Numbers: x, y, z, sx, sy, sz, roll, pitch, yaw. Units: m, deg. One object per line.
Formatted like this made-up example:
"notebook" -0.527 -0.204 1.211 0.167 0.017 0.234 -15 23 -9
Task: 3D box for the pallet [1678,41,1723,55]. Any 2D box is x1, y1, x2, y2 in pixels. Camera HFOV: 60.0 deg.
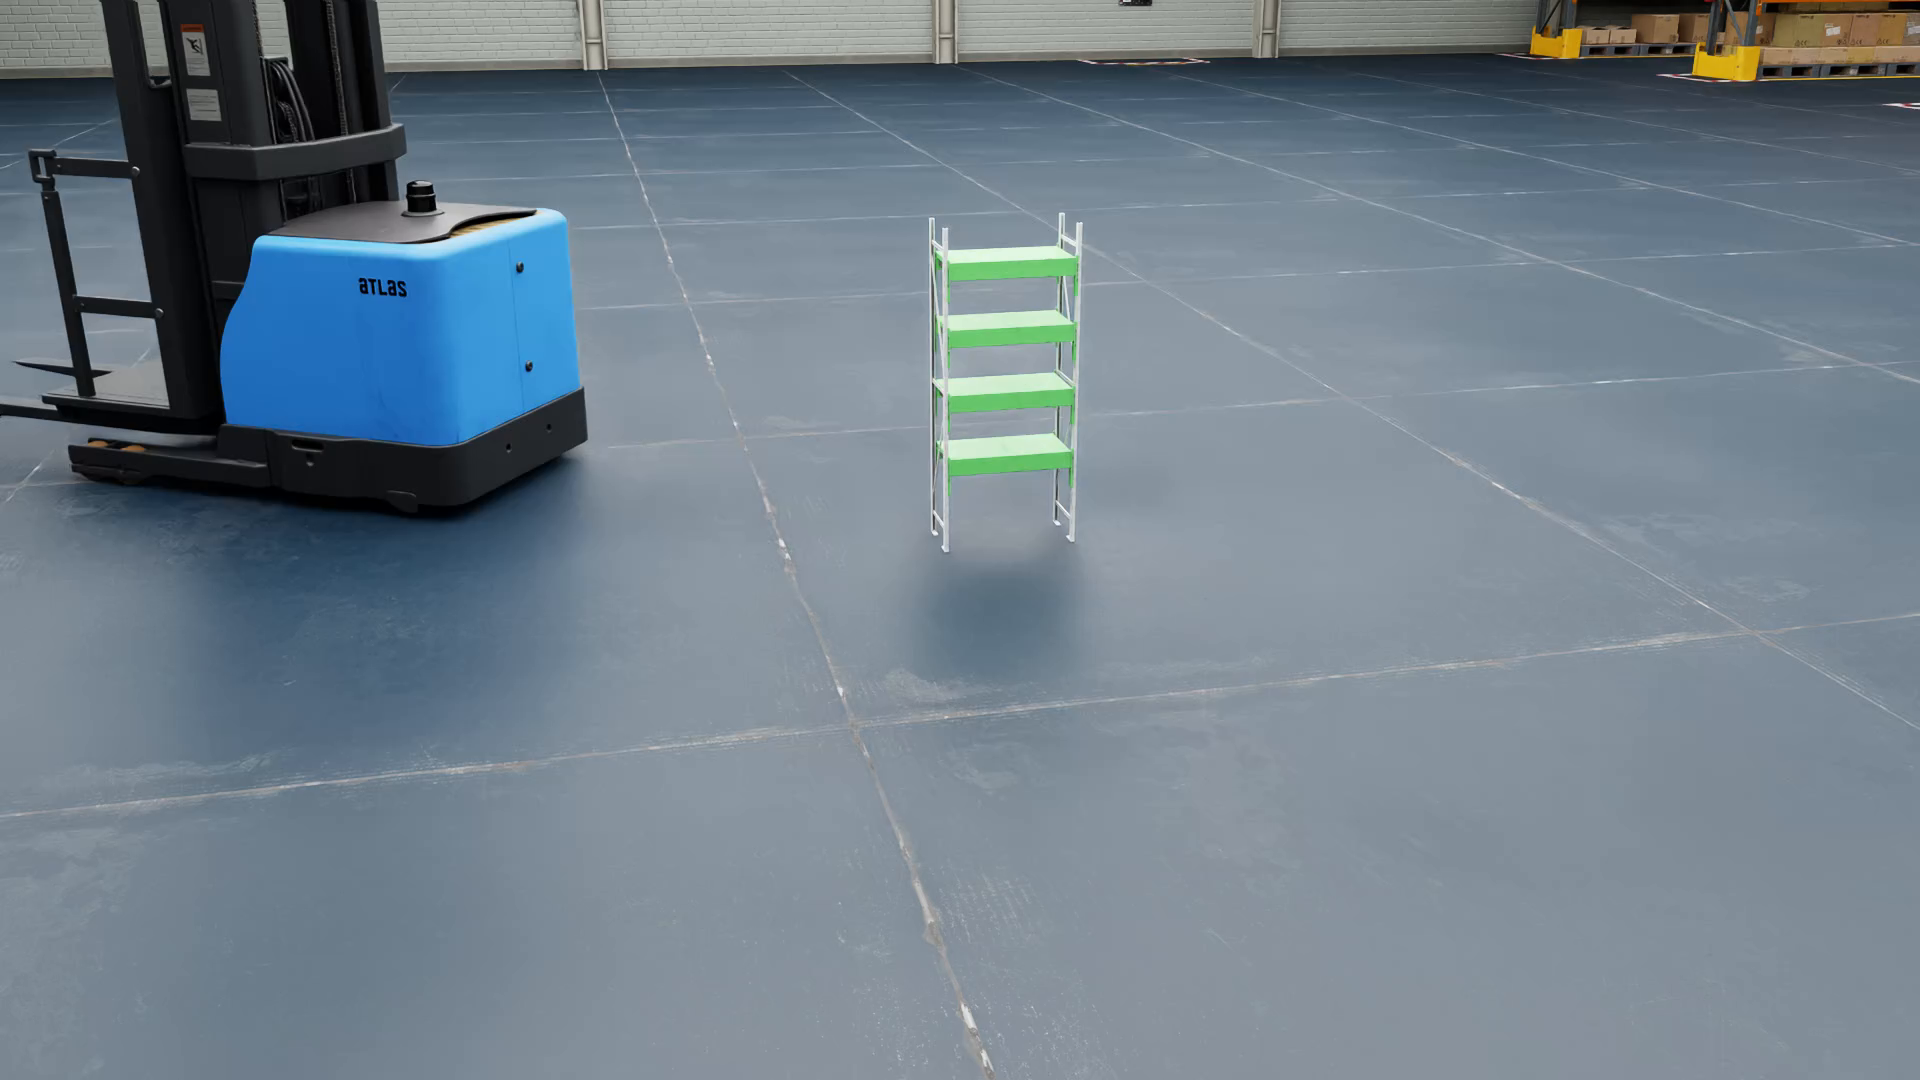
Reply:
"pallet" 14.181 -9.317 31.444 1.213 0.211 1.003 -5 21 -12

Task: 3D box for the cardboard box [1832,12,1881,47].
"cardboard box" 14.111 -8.061 26.257 0.500 0.500 0.500 -5 21 -12

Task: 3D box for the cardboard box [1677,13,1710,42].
"cardboard box" 13.826 -9.629 31.235 0.500 0.500 0.500 -6 21 -17

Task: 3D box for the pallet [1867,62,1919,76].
"pallet" 15.186 -7.676 26.962 1.213 0.211 1.003 -5 21 -12

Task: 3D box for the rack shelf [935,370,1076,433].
"rack shelf" 0.161 -0.516 6.166 0.480 0.148 0.258 -5 21 -12

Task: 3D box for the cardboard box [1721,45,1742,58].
"cardboard box" 12.531 -7.765 26.538 0.500 0.250 0.500 -5 21 -12

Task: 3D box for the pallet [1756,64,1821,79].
"pallet" 12.812 -7.483 26.434 1.213 0.211 1.003 -5 21 -12

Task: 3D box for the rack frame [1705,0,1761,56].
"rack frame" 12.077 -8.717 25.751 0.127 3.000 1.000 -5 21 -12

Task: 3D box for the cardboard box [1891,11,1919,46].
"cardboard box" 15.080 -8.147 26.490 0.500 0.500 0.500 -5 21 -12

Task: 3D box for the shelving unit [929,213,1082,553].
"shelving unit" 0.161 -0.576 6.144 0.503 1.200 0.258 -5 21 -12

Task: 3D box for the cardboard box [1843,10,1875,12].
"cardboard box" 14.473 -8.281 26.857 0.500 0.500 0.500 -5 21 -12

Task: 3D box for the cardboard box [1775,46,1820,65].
"cardboard box" 13.136 -7.632 26.176 0.500 0.250 0.500 -5 21 -12

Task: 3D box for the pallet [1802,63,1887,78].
"pallet" 13.997 -7.578 26.695 1.213 0.211 1.003 -5 21 -12

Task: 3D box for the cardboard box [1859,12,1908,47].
"cardboard box" 14.594 -8.106 26.378 0.500 0.500 0.500 -5 21 -12

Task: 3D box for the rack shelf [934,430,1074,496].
"rack shelf" 0.161 -0.291 6.249 0.480 0.148 0.258 -5 21 -12

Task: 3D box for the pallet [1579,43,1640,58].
"pallet" 11.806 -9.124 30.916 1.213 0.211 1.003 -5 21 -12

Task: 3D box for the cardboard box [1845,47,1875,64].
"cardboard box" 14.110 -7.710 26.387 0.500 0.250 0.500 -5 21 -12

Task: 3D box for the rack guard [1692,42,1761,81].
"rack guard" 12.054 -7.542 26.176 0.348 0.500 1.175 -5 21 -12

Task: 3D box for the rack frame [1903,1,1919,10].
"rack frame" 18.719 -11.008 32.006 0.127 3.000 1.000 -5 21 -12

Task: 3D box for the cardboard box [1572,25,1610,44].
"cardboard box" 11.628 -9.344 30.731 0.500 0.311 0.500 -7 21 -19

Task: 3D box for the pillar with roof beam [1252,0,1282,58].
"pillar with roof beam" 6.568 -11.621 24.957 0.400 9.000 9.100 -5 21 -12

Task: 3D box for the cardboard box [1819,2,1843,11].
"cardboard box" 16.472 -10.219 31.755 0.500 0.250 0.500 -5 21 -14

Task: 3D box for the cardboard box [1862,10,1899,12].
"cardboard box" 14.962 -8.318 26.958 0.500 0.500 0.500 -5 21 -12

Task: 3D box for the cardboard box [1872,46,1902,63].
"cardboard box" 14.597 -7.749 26.496 0.500 0.250 0.500 -5 21 -12

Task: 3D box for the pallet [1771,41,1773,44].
"pallet" 15.584 -9.445 31.791 1.213 0.211 1.003 -5 21 -12

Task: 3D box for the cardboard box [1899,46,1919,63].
"cardboard box" 15.080 -7.794 26.617 0.500 0.250 0.500 -5 21 -12

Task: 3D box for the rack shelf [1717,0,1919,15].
"rack shelf" 14.024 -8.538 26.307 4.000 0.370 1.077 -5 21 -12

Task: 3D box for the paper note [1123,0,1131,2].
"paper note" 2.975 -9.658 29.600 0.142 0.148 0.016 -5 21 -12

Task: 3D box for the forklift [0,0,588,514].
"forklift" -3.210 -1.768 6.879 3.031 2.935 1.130 7 21 18

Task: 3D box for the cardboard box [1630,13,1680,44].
"cardboard box" 12.908 -9.519 30.935 0.500 0.500 0.700 -6 21 -16

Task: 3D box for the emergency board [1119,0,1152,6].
"emergency board" 3.163 -10.062 29.423 0.643 1.169 0.194 -5 21 -12

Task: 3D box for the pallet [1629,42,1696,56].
"pallet" 12.991 -9.220 31.177 1.213 0.211 1.003 -5 21 -12

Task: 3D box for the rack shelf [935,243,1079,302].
"rack shelf" 0.161 -0.967 6.001 0.480 0.148 0.258 -5 21 -12

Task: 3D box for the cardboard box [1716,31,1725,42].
"cardboard box" 14.313 -9.516 31.410 0.250 0.166 0.380 -7 21 -20

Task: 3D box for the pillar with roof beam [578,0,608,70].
"pillar with roof beam" -5.110 -10.671 22.364 0.400 9.000 9.100 -5 21 -12

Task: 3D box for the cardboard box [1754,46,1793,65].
"cardboard box" 12.650 -7.591 26.065 0.500 0.250 0.500 -5 21 -12

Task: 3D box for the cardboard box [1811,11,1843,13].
"cardboard box" 13.987 -8.241 26.747 0.500 0.500 0.500 -5 21 -12

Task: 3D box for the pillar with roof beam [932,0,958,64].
"pillar with roof beam" 0.729 -11.146 23.660 0.400 9.000 9.100 -5 21 -12

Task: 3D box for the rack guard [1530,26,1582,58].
"rack guard" 11.008 -9.208 30.723 0.348 0.500 1.175 -5 21 -12

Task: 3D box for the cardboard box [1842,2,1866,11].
"cardboard box" 16.962 -10.252 31.846 0.500 0.250 0.500 -5 21 -13

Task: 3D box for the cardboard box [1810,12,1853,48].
"cardboard box" 13.620 -8.028 26.165 0.500 0.500 0.500 -5 21 -12

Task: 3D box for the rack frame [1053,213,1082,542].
"rack frame" 0.399 -0.596 6.197 0.015 1.200 0.240 -5 21 -12

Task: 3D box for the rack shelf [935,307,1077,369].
"rack shelf" 0.161 -0.742 6.083 0.480 0.148 0.258 -5 21 -12

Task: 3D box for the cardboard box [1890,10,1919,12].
"cardboard box" 15.447 -8.360 27.073 0.500 0.500 0.500 -5 21 -12

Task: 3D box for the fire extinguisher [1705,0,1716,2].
"fire extinguisher" 11.855 -8.827 26.163 0.183 0.674 0.296 -5 21 -12

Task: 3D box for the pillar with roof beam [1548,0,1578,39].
"pillar with roof beam" 12.407 -12.096 26.253 0.400 9.000 9.100 -5 21 -12

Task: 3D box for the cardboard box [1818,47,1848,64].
"cardboard box" 13.623 -7.672 26.284 0.500 0.250 0.500 -5 21 -12

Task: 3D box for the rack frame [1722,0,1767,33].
"rack frame" 14.826 -10.692 31.141 0.127 3.000 1.000 -5 21 -12

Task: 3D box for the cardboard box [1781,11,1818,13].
"cardboard box" 13.500 -8.202 26.640 0.500 0.500 0.500 -5 21 -12

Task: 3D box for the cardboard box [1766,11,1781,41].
"cardboard box" 15.539 -9.789 31.670 0.500 0.500 0.700 -4 20 -11

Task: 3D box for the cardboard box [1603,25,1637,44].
"cardboard box" 12.183 -9.389 30.854 0.500 0.311 0.500 -3 20 -8

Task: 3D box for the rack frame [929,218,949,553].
"rack frame" -0.076 -0.557 6.091 0.015 1.200 0.240 -5 21 -12

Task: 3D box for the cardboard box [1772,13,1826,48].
"cardboard box" 13.136 -7.984 26.045 0.500 0.500 0.500 -5 21 -12

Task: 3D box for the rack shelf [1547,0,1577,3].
"rack shelf" 12.880 -10.196 30.833 4.000 0.370 1.077 -5 21 -12

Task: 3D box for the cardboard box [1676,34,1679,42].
"cardboard box" 13.265 -9.440 31.229 0.250 0.149 0.380 -6 21 -17

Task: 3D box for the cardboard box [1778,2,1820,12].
"cardboard box" 15.967 -10.177 31.639 0.500 0.250 0.500 -5 21 -14

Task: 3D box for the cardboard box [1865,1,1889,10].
"cardboard box" 17.461 -10.295 31.962 0.500 0.250 0.500 -4 21 -11

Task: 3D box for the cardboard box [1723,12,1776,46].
"cardboard box" 12.531 -8.118 26.411 0.500 0.500 0.500 -5 21 -12

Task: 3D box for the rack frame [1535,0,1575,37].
"rack frame" 10.934 -10.375 30.277 0.127 3.000 1.000 -5 21 -12

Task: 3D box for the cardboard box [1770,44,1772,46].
"cardboard box" 13.015 -7.808 26.657 0.500 0.250 0.500 -5 21 -12
